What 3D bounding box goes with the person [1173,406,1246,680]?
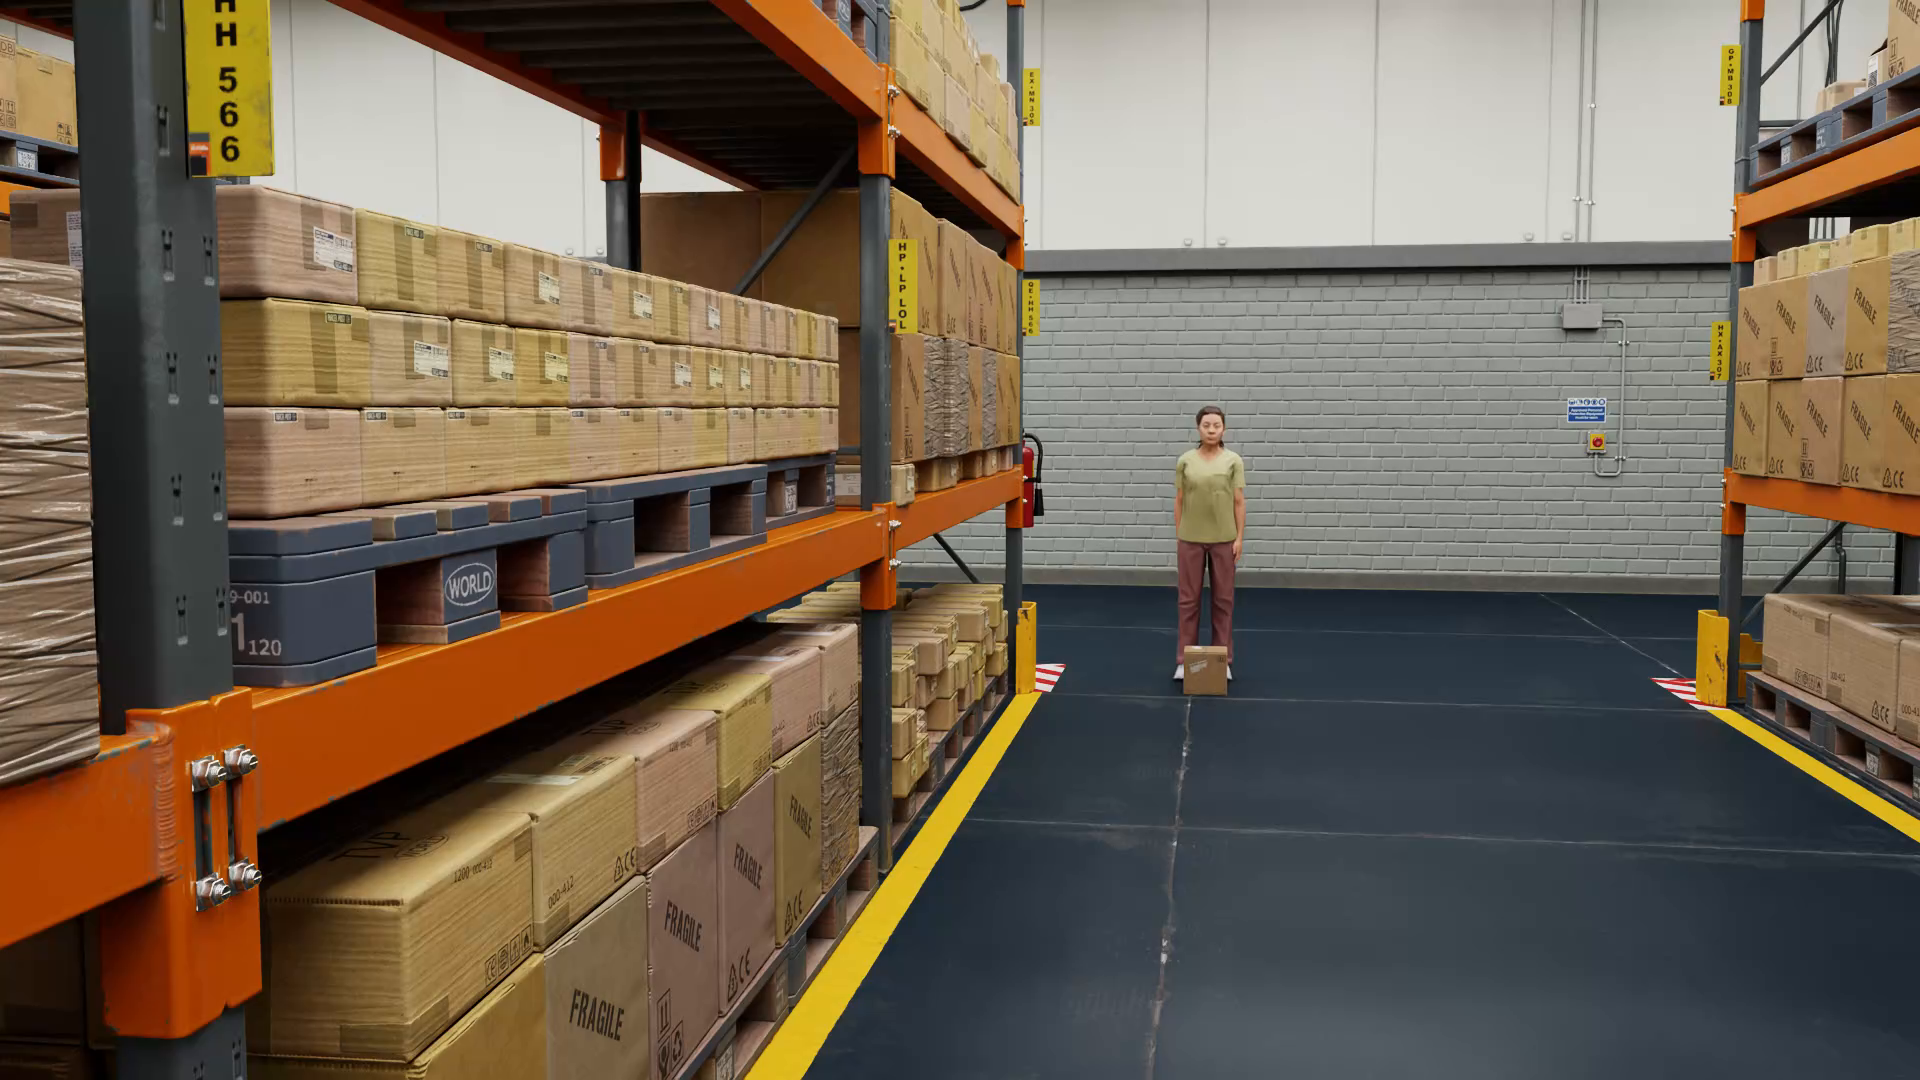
[{"bbox_3d":[1.522,0.019,10.170,0.440,1.673,0.354,1,5,10],"label":"person"}]
